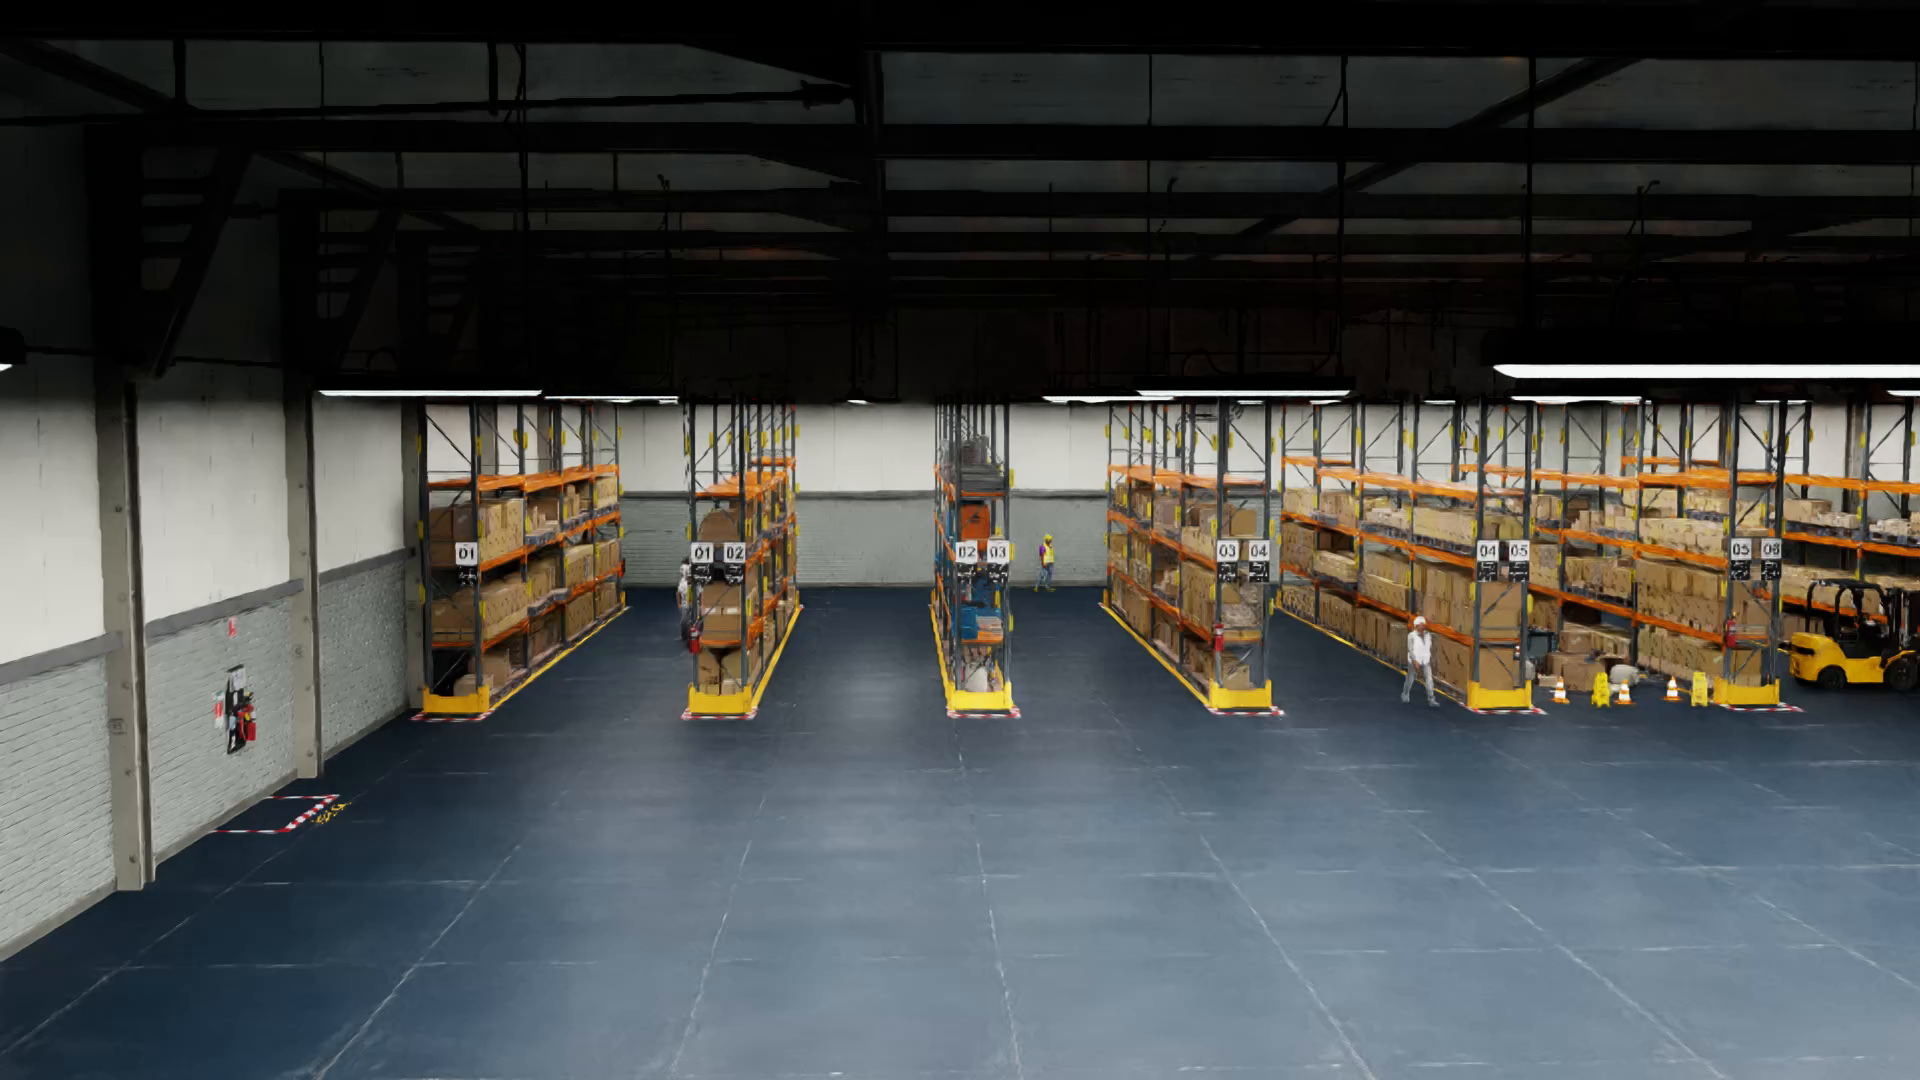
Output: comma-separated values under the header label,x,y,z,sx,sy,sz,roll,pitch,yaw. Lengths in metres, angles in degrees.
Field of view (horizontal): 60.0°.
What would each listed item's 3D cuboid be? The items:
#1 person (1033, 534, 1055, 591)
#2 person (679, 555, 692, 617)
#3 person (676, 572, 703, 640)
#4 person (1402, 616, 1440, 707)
label,x,y,z,sx,sy,sz,roll,pitch,yaw
person,2.604,0.714,51.671,0.480,1.757,0.728,4,6,41
person,-7.456,1.241,45.286,0.375,1.679,0.575,-1,5,-18
person,-6.613,1.609,40.752,0.682,1.715,0.536,0,5,-4
person,8.791,2.309,31.830,0.538,1.715,1.029,-1,5,-10
